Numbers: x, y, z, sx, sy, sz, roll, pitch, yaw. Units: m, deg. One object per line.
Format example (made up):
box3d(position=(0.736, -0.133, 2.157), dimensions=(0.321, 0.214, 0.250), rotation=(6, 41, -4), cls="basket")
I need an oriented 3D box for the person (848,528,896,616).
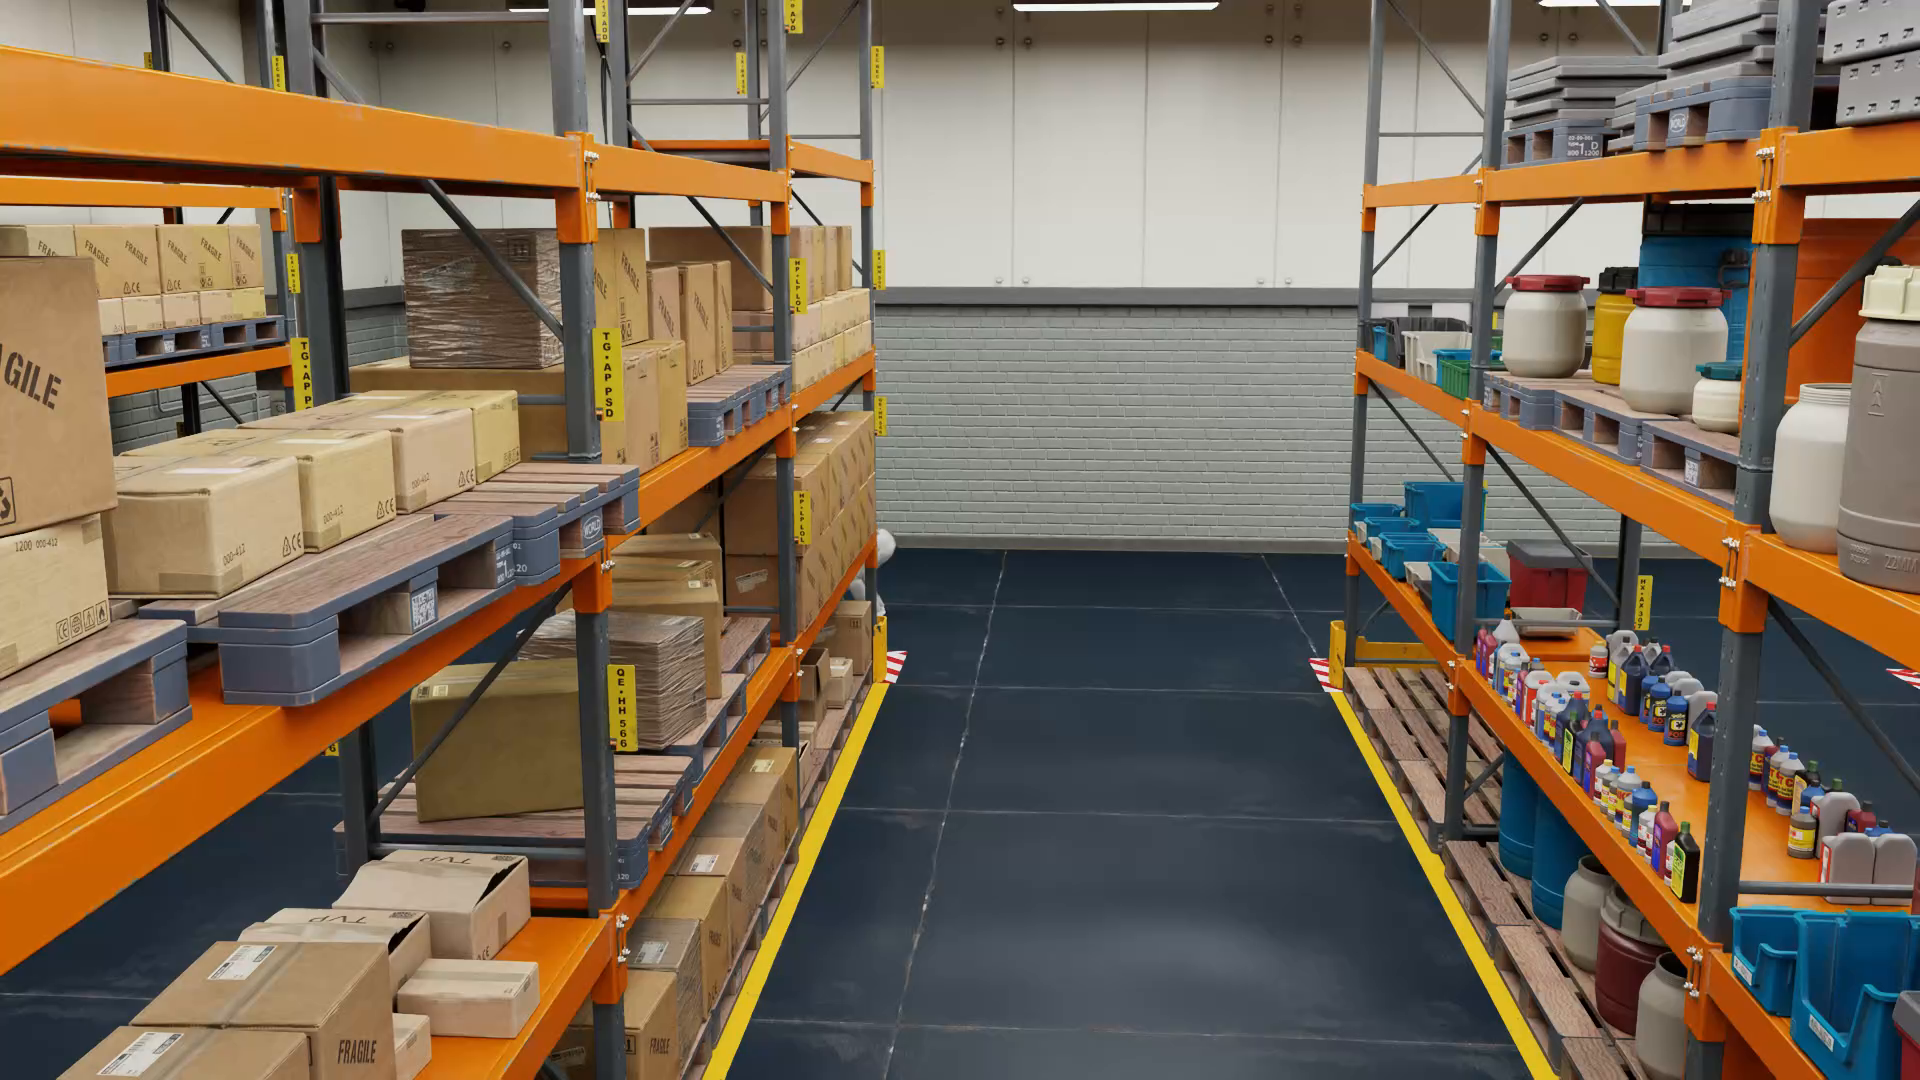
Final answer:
box3d(position=(-1.053, 0.329, 16.326), dimensions=(0.849, 0.880, 0.472), rotation=(0, 11, 1), cls="person")
